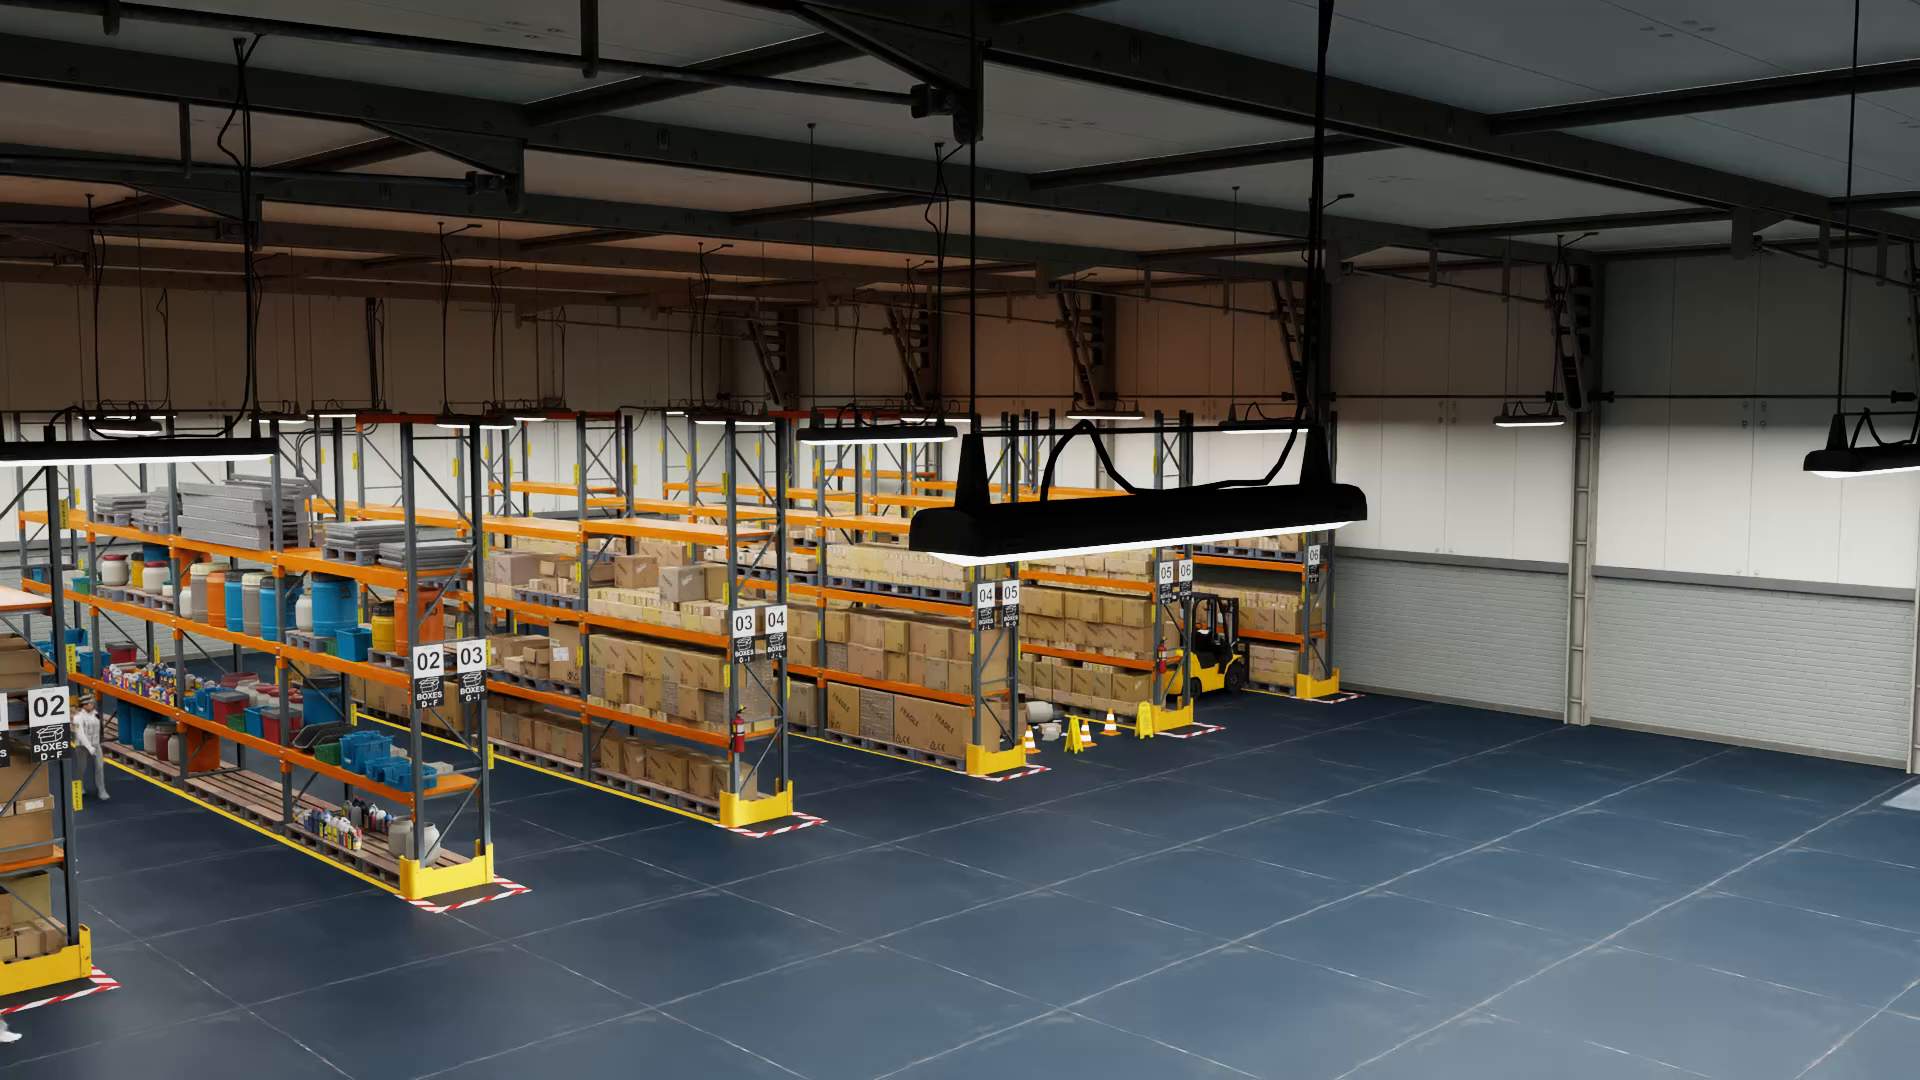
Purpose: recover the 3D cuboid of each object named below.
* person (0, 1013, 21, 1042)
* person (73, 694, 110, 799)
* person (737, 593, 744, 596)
[{"bbox_3d":[-9.595,4.116,16.030,0.467,1.650,0.839,2,5,24],"label":"person"},{"bbox_3d":[-13.682,3.233,26.171,0.926,1.624,0.440,4,6,36],"label":"person"},{"bbox_3d":[-5.061,2.129,38.559,0.429,1.818,0.623,0,5,0],"label":"person"}]
